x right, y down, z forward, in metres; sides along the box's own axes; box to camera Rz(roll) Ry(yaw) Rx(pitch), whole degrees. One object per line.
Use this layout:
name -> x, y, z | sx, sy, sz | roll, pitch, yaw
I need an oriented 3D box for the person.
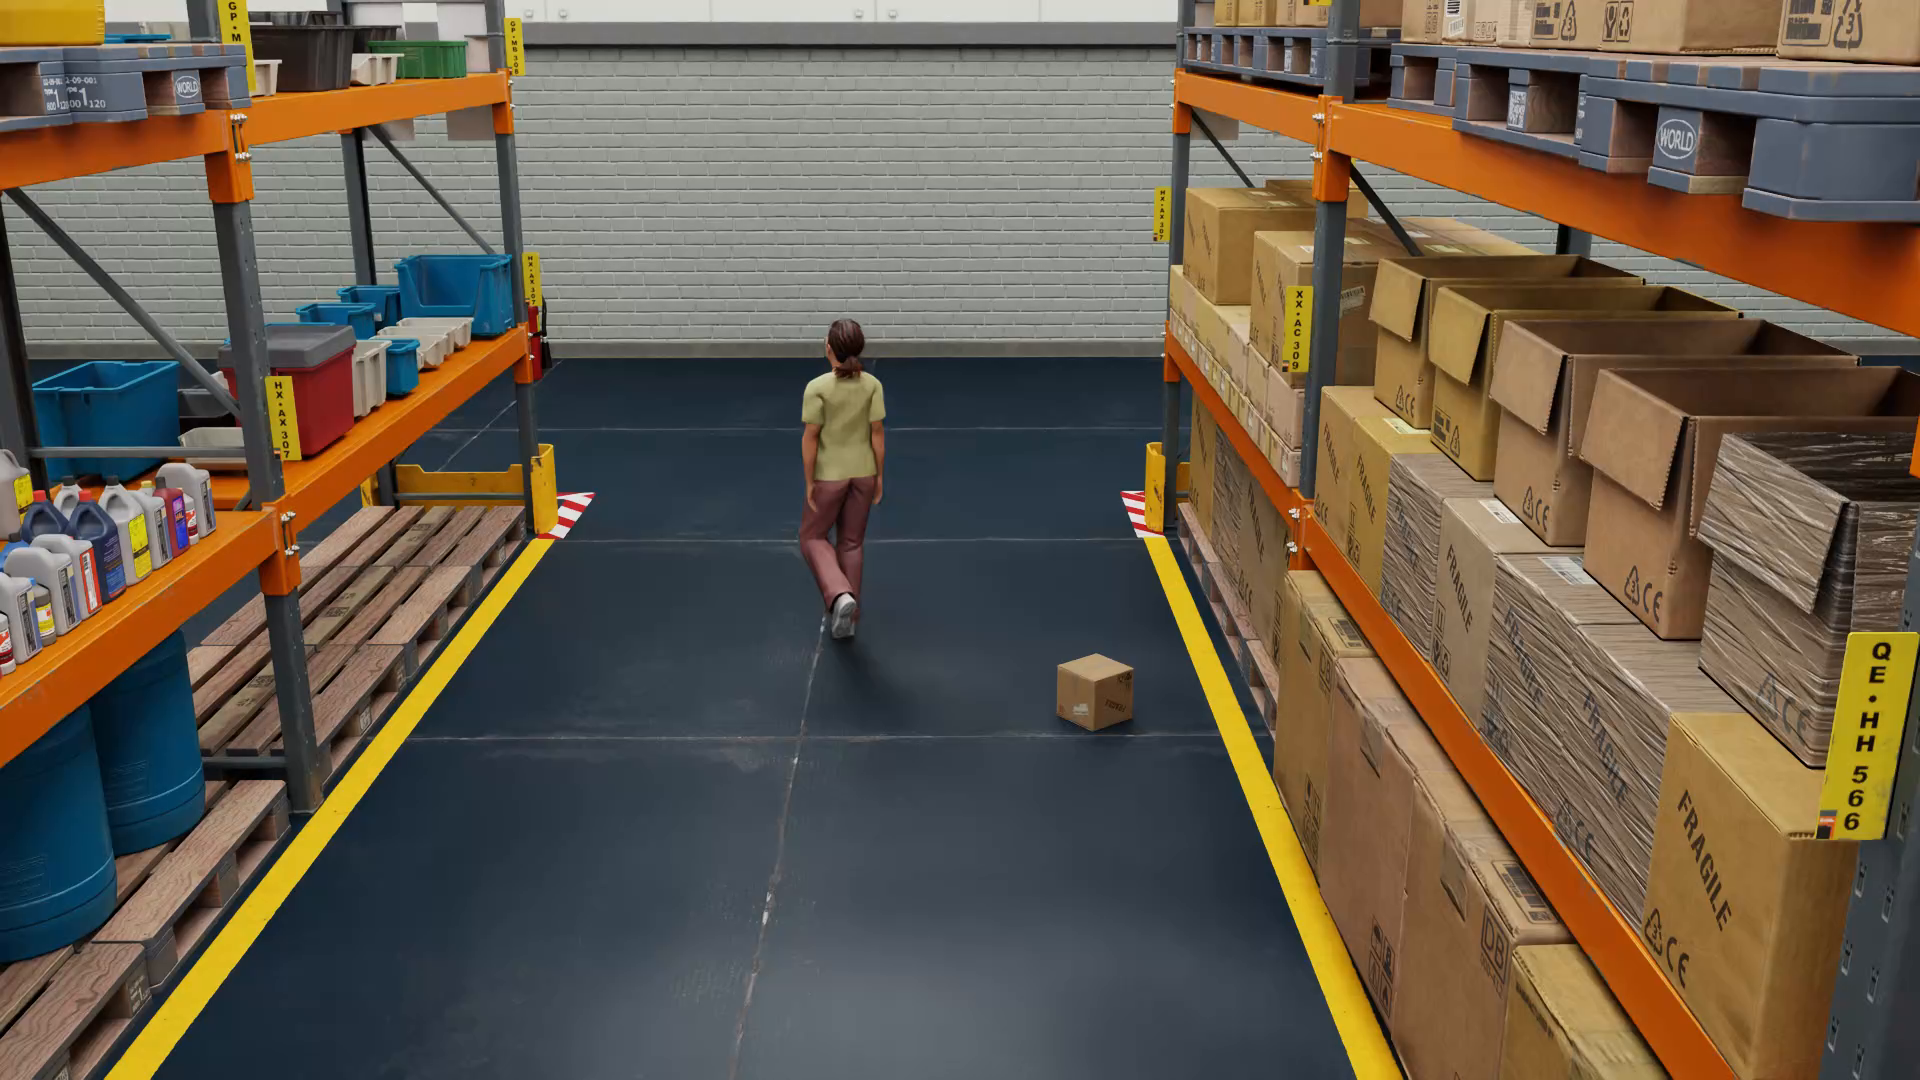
person -> -0.583, -0.291, 8.428 | 0.445, 1.652, 0.553 | -6, 18, -19
